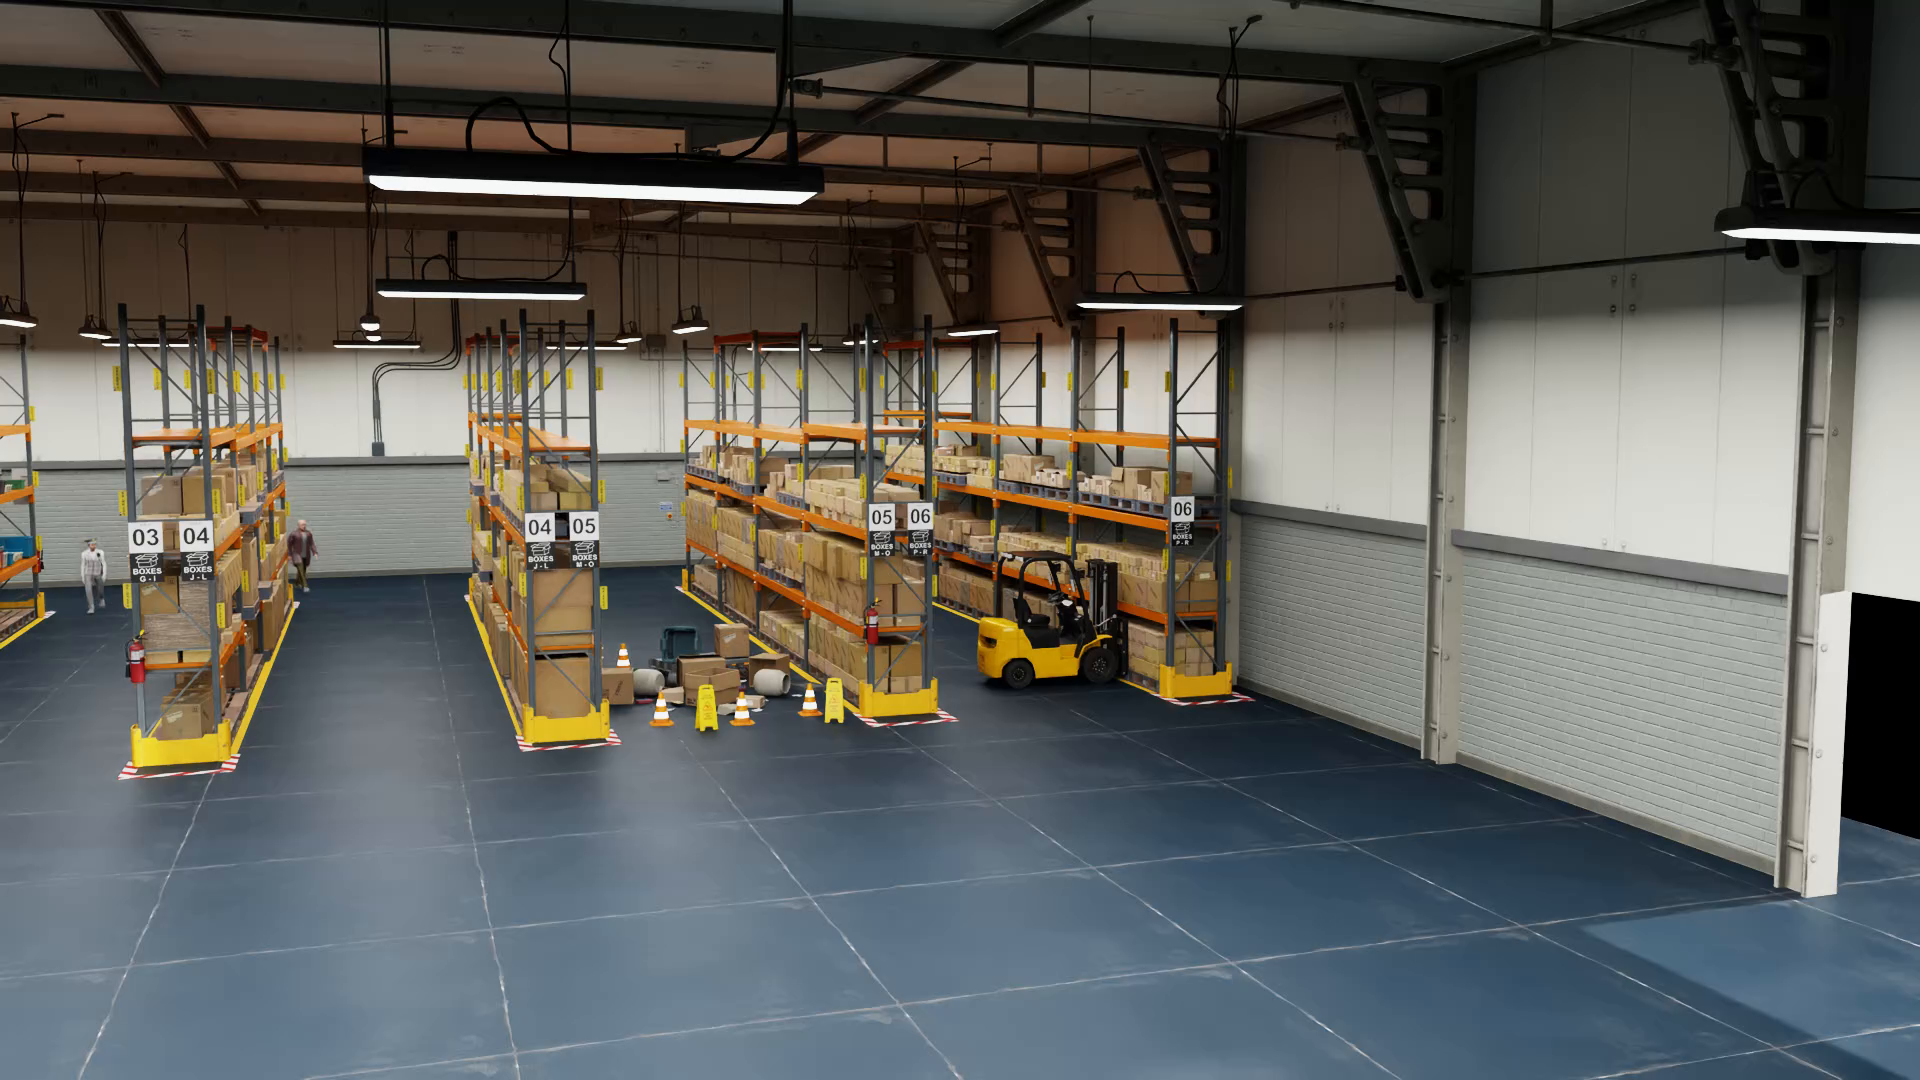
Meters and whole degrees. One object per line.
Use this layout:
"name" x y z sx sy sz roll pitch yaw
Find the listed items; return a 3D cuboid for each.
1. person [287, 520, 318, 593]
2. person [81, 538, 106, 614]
"person" -15.653 0.365 39.561 0.648 1.707 1.191 -5 8 -44
"person" -18.833 0.747 36.167 0.486 1.627 0.871 -2 6 -22
